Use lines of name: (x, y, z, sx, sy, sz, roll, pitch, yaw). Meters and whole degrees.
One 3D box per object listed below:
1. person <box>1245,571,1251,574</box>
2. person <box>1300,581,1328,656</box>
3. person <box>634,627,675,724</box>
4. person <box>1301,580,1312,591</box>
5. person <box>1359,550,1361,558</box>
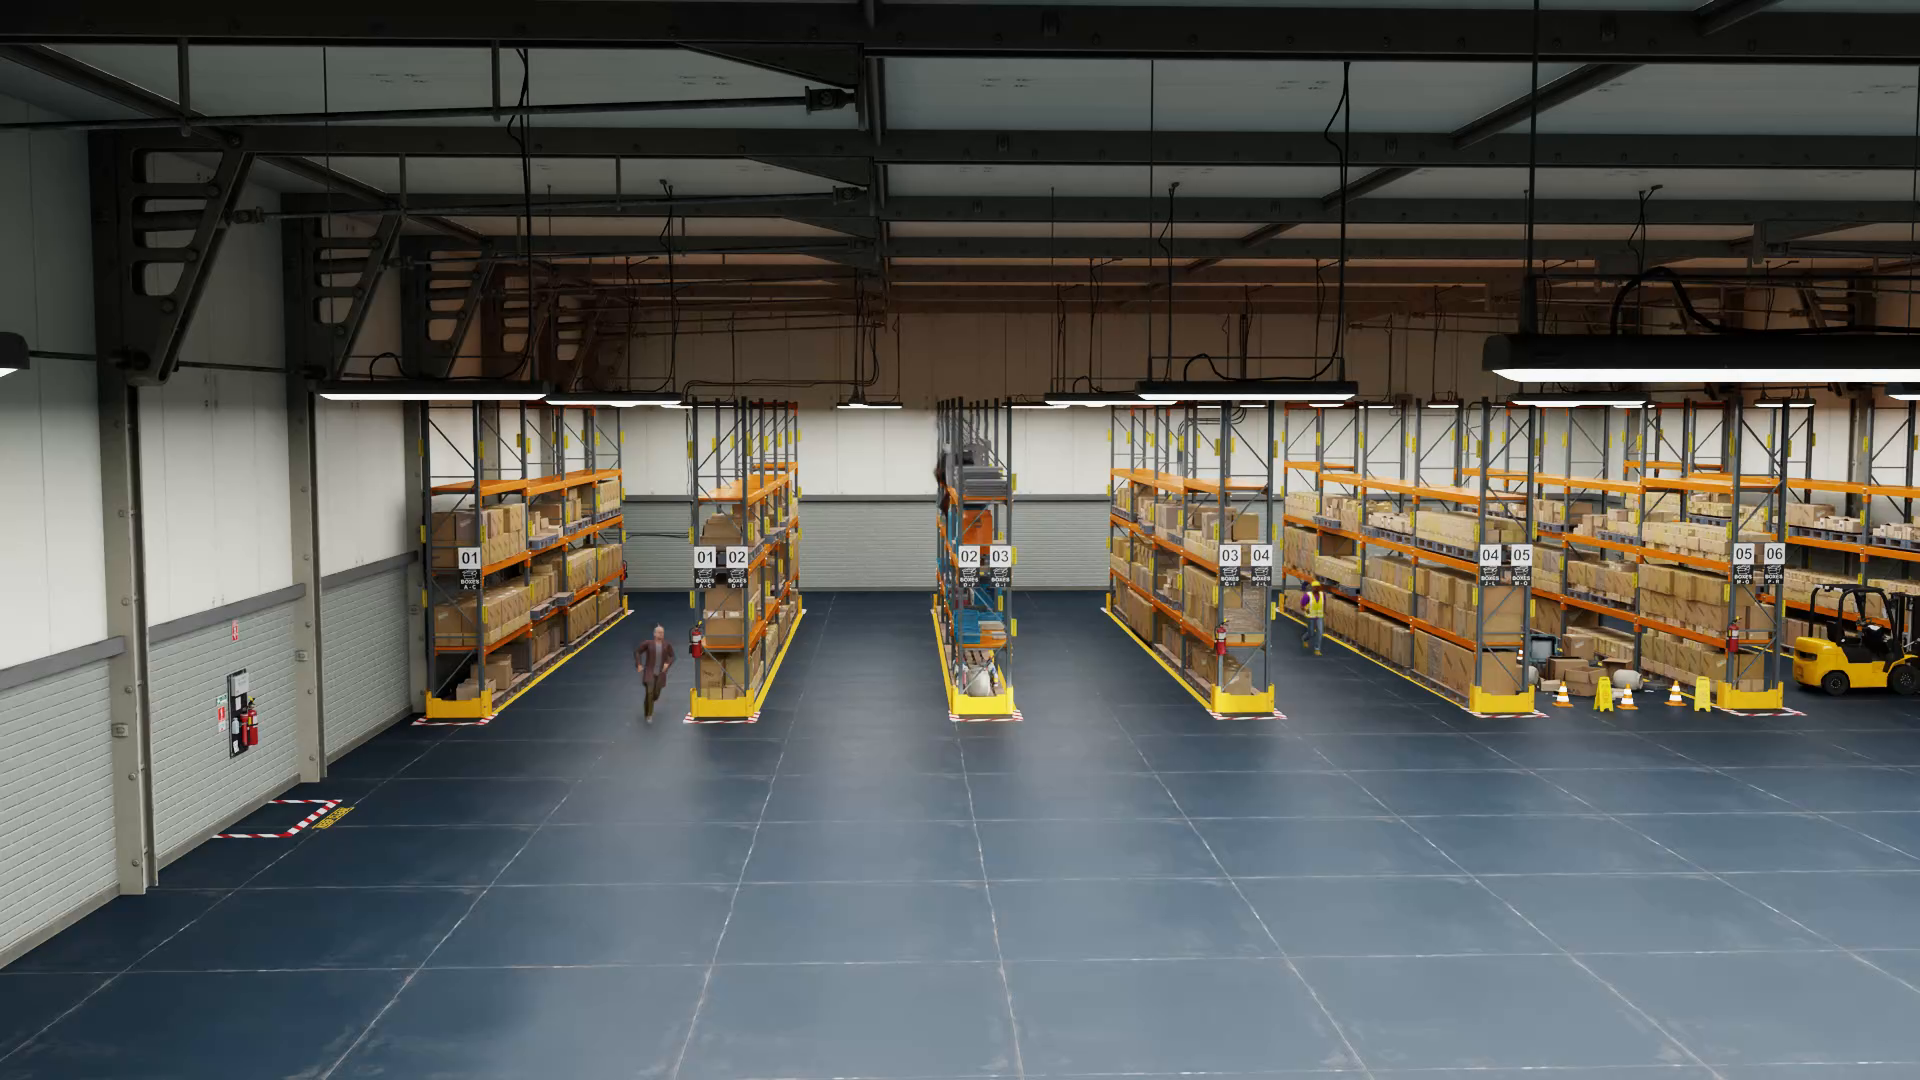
person: (8.196, 1.291, 47.020, 0.508, 1.648, 0.728, 0, 4, -5)
person: (8.355, 1.818, 39.270, 0.686, 1.745, 0.899, -1, 4, -8)
person: (-5.684, 2.492, 30.961, 0.743, 1.769, 0.851, -2, 5, -24)
person: (10.427, 1.121, 49.201, 0.754, 1.676, 0.581, -1, 5, -16)
person: (11.352, 1.202, 46.994, 0.694, 1.820, 0.953, -1, 5, -16)
